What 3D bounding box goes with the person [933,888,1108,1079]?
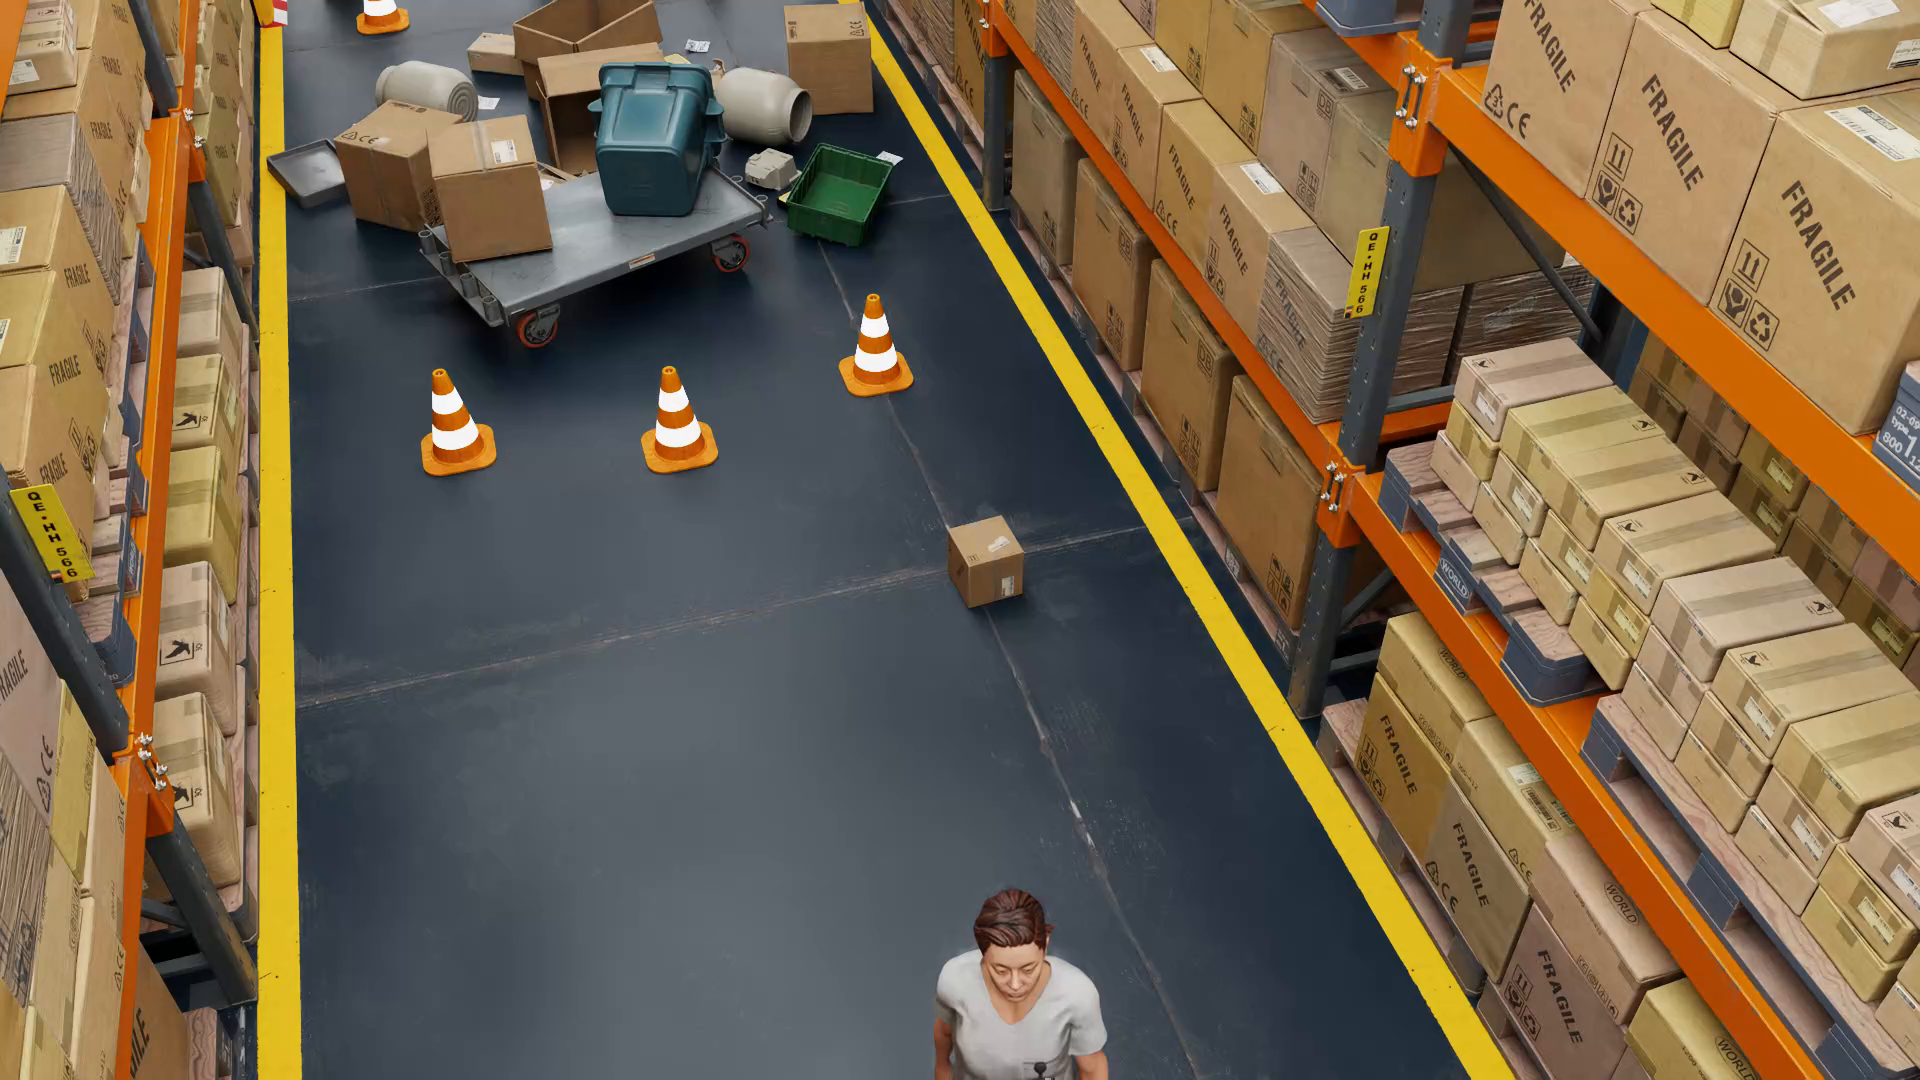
[{"bbox_3d":[0.154,1.541,4.475,0.464,1.615,1.022,1,42,1],"label":"person"}]
